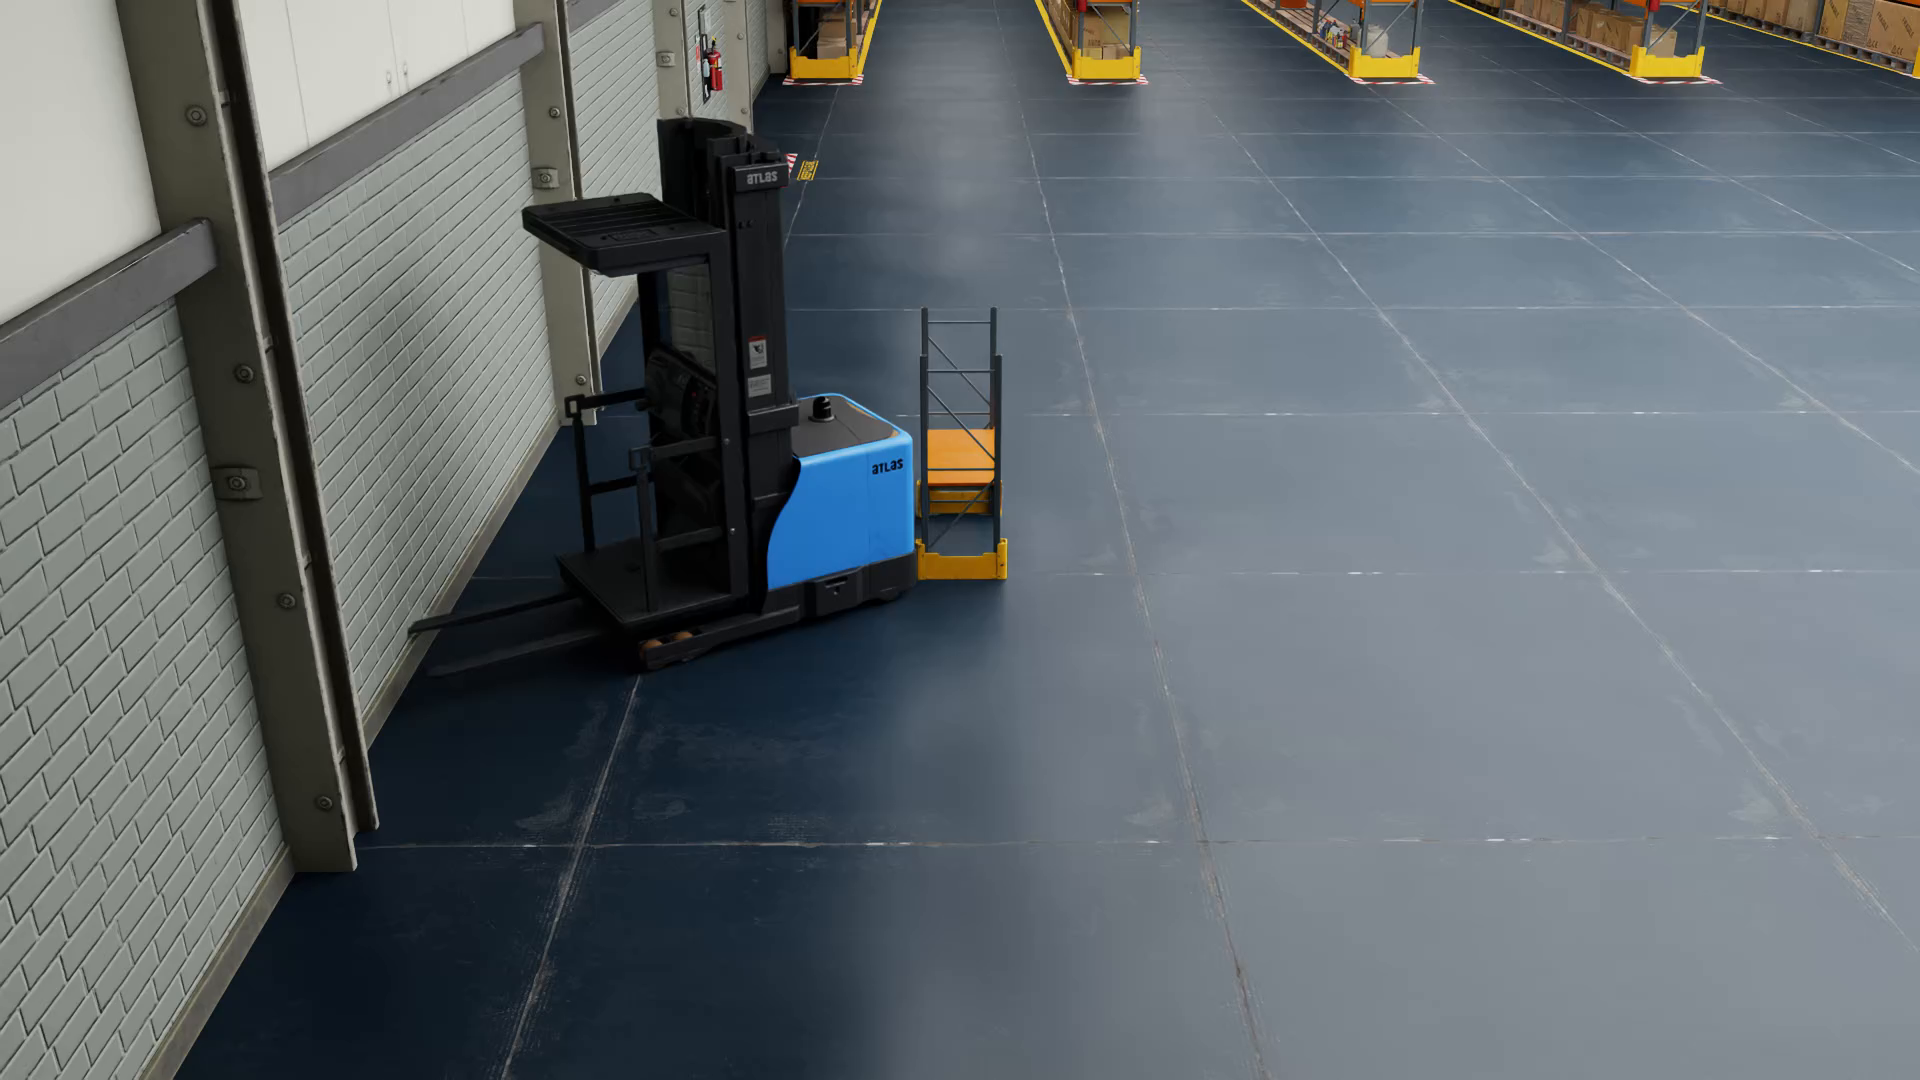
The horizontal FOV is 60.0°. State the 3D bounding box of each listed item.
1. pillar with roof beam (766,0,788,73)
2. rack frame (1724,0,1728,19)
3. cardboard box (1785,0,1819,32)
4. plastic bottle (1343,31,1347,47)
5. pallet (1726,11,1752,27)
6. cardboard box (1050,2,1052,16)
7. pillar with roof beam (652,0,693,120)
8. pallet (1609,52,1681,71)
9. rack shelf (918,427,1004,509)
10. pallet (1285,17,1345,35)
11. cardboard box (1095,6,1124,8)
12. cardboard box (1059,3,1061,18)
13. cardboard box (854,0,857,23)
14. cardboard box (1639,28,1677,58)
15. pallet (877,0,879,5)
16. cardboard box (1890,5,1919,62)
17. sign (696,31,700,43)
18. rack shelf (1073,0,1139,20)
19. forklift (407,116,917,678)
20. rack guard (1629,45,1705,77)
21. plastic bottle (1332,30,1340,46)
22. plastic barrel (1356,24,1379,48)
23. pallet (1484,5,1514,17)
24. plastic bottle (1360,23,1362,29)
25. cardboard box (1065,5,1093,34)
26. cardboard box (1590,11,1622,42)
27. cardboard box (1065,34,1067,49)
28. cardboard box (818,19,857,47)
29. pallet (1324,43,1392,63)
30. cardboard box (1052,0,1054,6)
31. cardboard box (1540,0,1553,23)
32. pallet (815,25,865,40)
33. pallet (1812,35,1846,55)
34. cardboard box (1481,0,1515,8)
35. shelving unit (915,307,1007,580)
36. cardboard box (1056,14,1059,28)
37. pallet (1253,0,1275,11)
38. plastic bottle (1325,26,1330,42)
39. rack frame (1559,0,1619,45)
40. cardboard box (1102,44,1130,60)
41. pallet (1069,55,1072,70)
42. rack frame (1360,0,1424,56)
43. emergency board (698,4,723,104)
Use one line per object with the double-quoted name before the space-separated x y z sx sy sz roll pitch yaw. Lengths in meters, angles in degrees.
"pillar with roof beam" 1.040 -12.534 28.043 9.100 9.000 0.400 0 24 -1
"rack frame" 17.340 -12.841 36.001 1.000 3.000 0.127 0 24 -1
"cardboard box" 17.287 -10.614 33.298 1.050 0.750 0.750 0 24 -1
"plastic bottle" 7.187 -9.363 31.075 0.061 0.283 0.133 0 24 -1
"pallet" 17.273 -11.245 35.857 1.003 0.211 1.213 0 24 -1
"cardboard box" 2.192 -11.331 35.491 0.500 0.250 0.500 -1 24 -2
"pillar with roof beam" 1.171 -7.589 17.110 9.100 9.000 0.400 0 24 -1
"pallet" 12.492 -8.659 30.139 1.003 0.211 1.213 0 24 -1
"rack shelf" 0.001 -0.484 10.937 0.538 0.185 1.000 0 24 -1
"pallet" 7.407 -10.746 34.754 1.003 0.211 1.213 0 24 -1
"cardboard box" 2.764 -9.641 30.843 0.500 0.500 0.500 0 24 -1
"cardboard box" 2.226 -10.528 33.035 0.500 0.311 0.500 0 24 -1
"cardboard box" -2.482 -10.933 34.282 0.700 0.500 0.500 0 24 0
"cardboard box" 12.477 -8.873 29.753 0.500 0.500 0.500 4 25 9
"pallet" -2.440 -12.853 39.413 1.003 0.211 1.213 0 24 -1
"cardboard box" 17.354 -9.046 29.681 0.875 0.875 0.875 0 24 0
"sign" -3.299 -6.322 20.901 0.001 0.109 0.331 0 24 -1
"rack shelf" 2.539 -10.017 30.630 1.077 0.370 4.000 0 24 -1
"forklift" -1.791 -0.835 9.540 3.031 2.935 1.130 -15 28 -29
"rack guard" 12.466 -8.456 29.339 1.175 0.500 0.348 0 24 -1
"plastic bottle" 7.079 -9.417 31.202 0.152 0.276 0.135 -1 24 -2
"plastic barrel" 7.425 -9.076 30.188 0.421 0.512 0.421 0 24 0
"pallet" 12.446 -11.915 37.337 1.003 0.211 1.213 0 24 -1
"plastic bottle" 7.768 -9.840 32.047 0.144 0.351 0.185 -1 24 -3
"cardboard box" 2.228 -9.638 30.838 0.500 0.500 0.500 0 24 -1
"cardboard box" 12.401 -9.863 31.941 0.500 0.500 0.500 8 25 16
"cardboard box" 2.231 -9.297 30.992 0.500 0.250 0.500 0 24 -1
"cardboard box" -2.274 -9.381 30.851 0.700 0.500 0.500 -2 24 -4
"pallet" 7.452 -9.138 31.198 1.003 0.211 1.213 0 24 -1
"cardboard box" 2.203 -11.367 34.890 0.500 0.311 0.500 -1 24 -2
"cardboard box" 12.445 -10.953 34.328 0.700 0.500 0.500 -2 24 -5
"pallet" -2.446 -10.195 33.536 1.003 0.211 1.213 0 24 -1
"pallet" 17.314 -9.608 32.238 1.003 0.211 1.213 0 24 -1
"cardboard box" 12.393 -12.368 37.024 1.225 0.875 0.875 -1 24 -3
"shelving unit" 0.001 -0.652 10.871 0.587 1.500 1.083 0 24 -1
"cardboard box" 2.219 -10.485 33.620 0.500 0.250 0.500 -1 24 -1
"pallet" 7.366 -12.393 38.396 1.003 0.211 1.213 0 24 -1
"plastic bottle" 7.027 -9.672 31.757 0.061 0.283 0.133 1 24 2
"rack frame" 12.423 -11.212 32.399 1.000 3.000 0.127 0 24 -1
"cardboard box" 2.778 -8.681 29.631 0.500 0.250 0.500 0 24 -1
"pallet" 2.511 -8.565 29.931 1.003 0.211 1.213 0 24 -1
"rack frame" 7.514 -9.541 28.706 1.000 3.000 0.127 0 24 -1
"emergency board" -3.211 -6.290 21.518 0.194 1.169 0.643 0 24 -1
